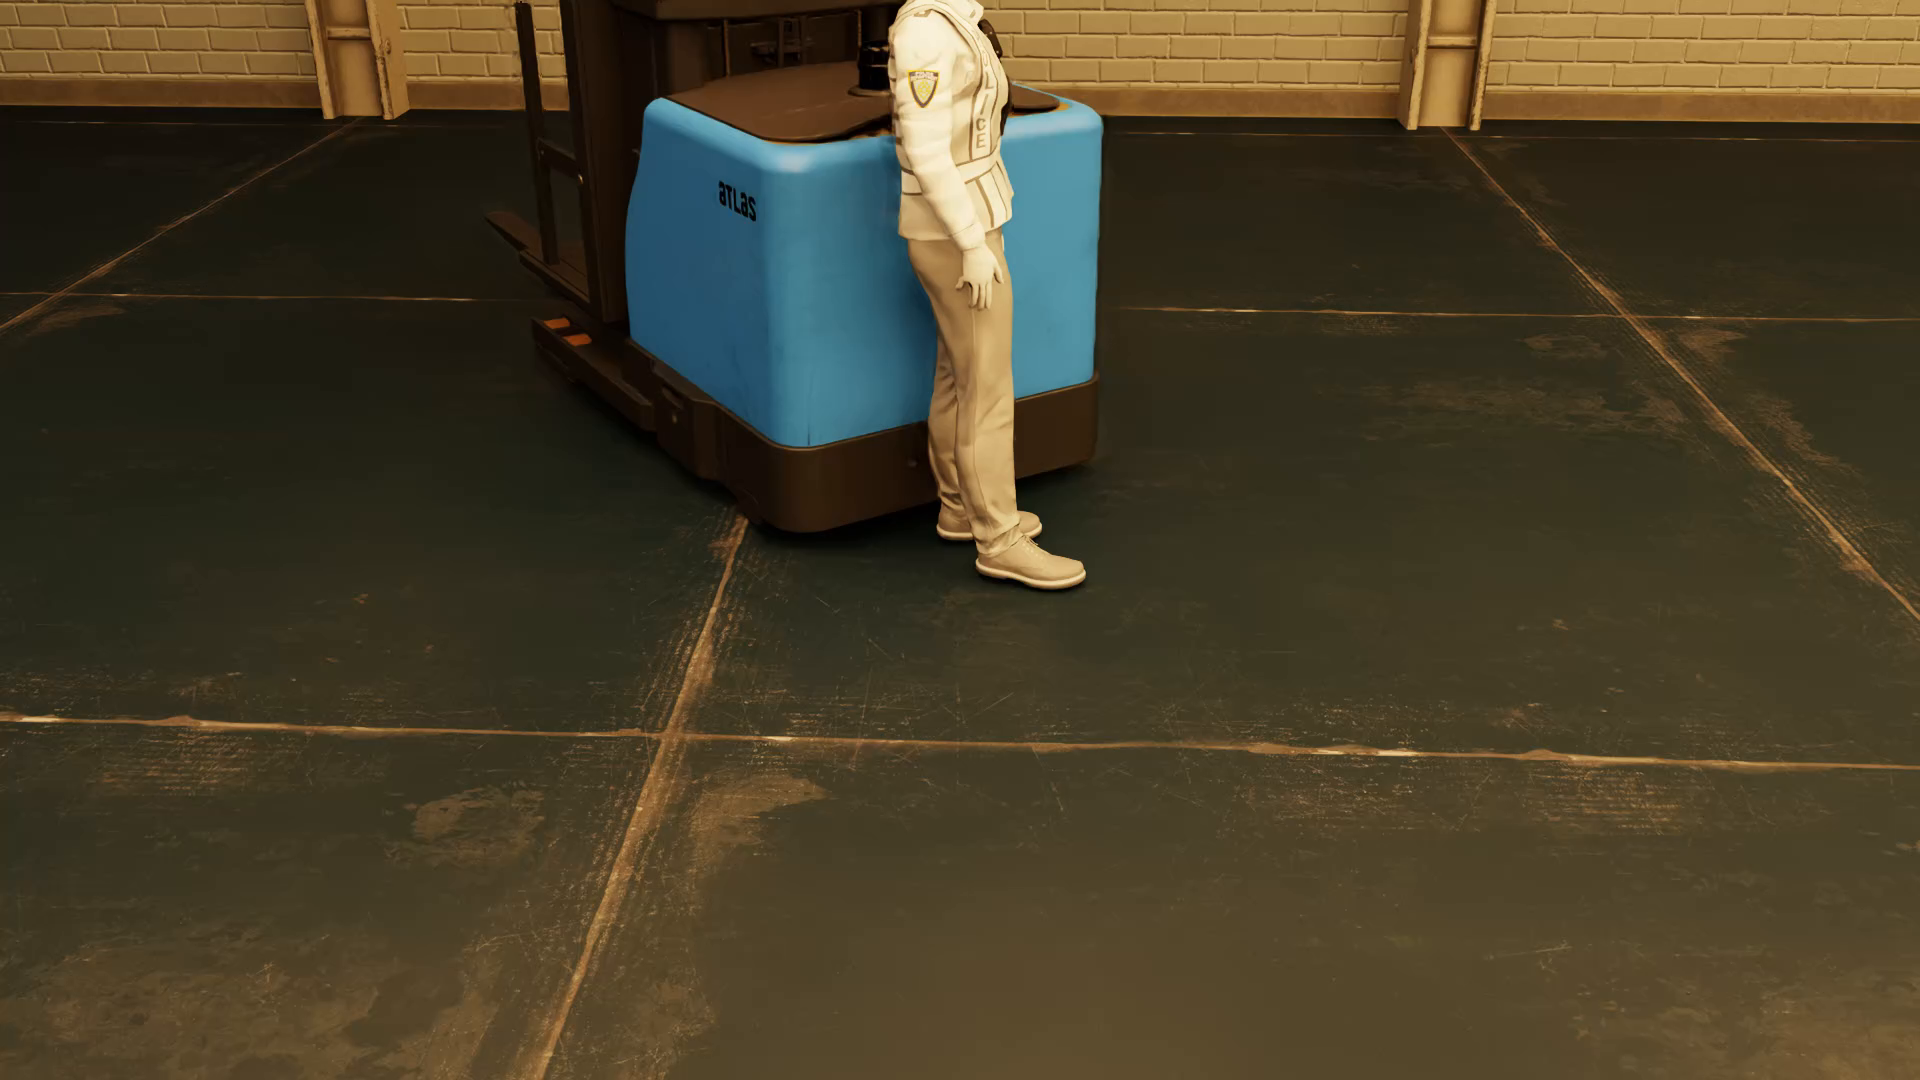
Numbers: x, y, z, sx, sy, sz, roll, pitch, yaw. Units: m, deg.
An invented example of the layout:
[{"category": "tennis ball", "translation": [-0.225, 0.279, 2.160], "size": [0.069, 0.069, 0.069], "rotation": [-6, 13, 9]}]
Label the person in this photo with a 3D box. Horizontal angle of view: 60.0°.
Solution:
[{"category": "person", "translation": [0.068, -0.758, 4.126], "size": [0.530, 1.694, 0.568], "rotation": [1, 26, 2]}]

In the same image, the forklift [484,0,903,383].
[{"category": "forklift", "translation": [-0.810, -1.941, 5.143], "size": [1.121, 2.935, 3.031], "rotation": [-16, 30, -29]}]
